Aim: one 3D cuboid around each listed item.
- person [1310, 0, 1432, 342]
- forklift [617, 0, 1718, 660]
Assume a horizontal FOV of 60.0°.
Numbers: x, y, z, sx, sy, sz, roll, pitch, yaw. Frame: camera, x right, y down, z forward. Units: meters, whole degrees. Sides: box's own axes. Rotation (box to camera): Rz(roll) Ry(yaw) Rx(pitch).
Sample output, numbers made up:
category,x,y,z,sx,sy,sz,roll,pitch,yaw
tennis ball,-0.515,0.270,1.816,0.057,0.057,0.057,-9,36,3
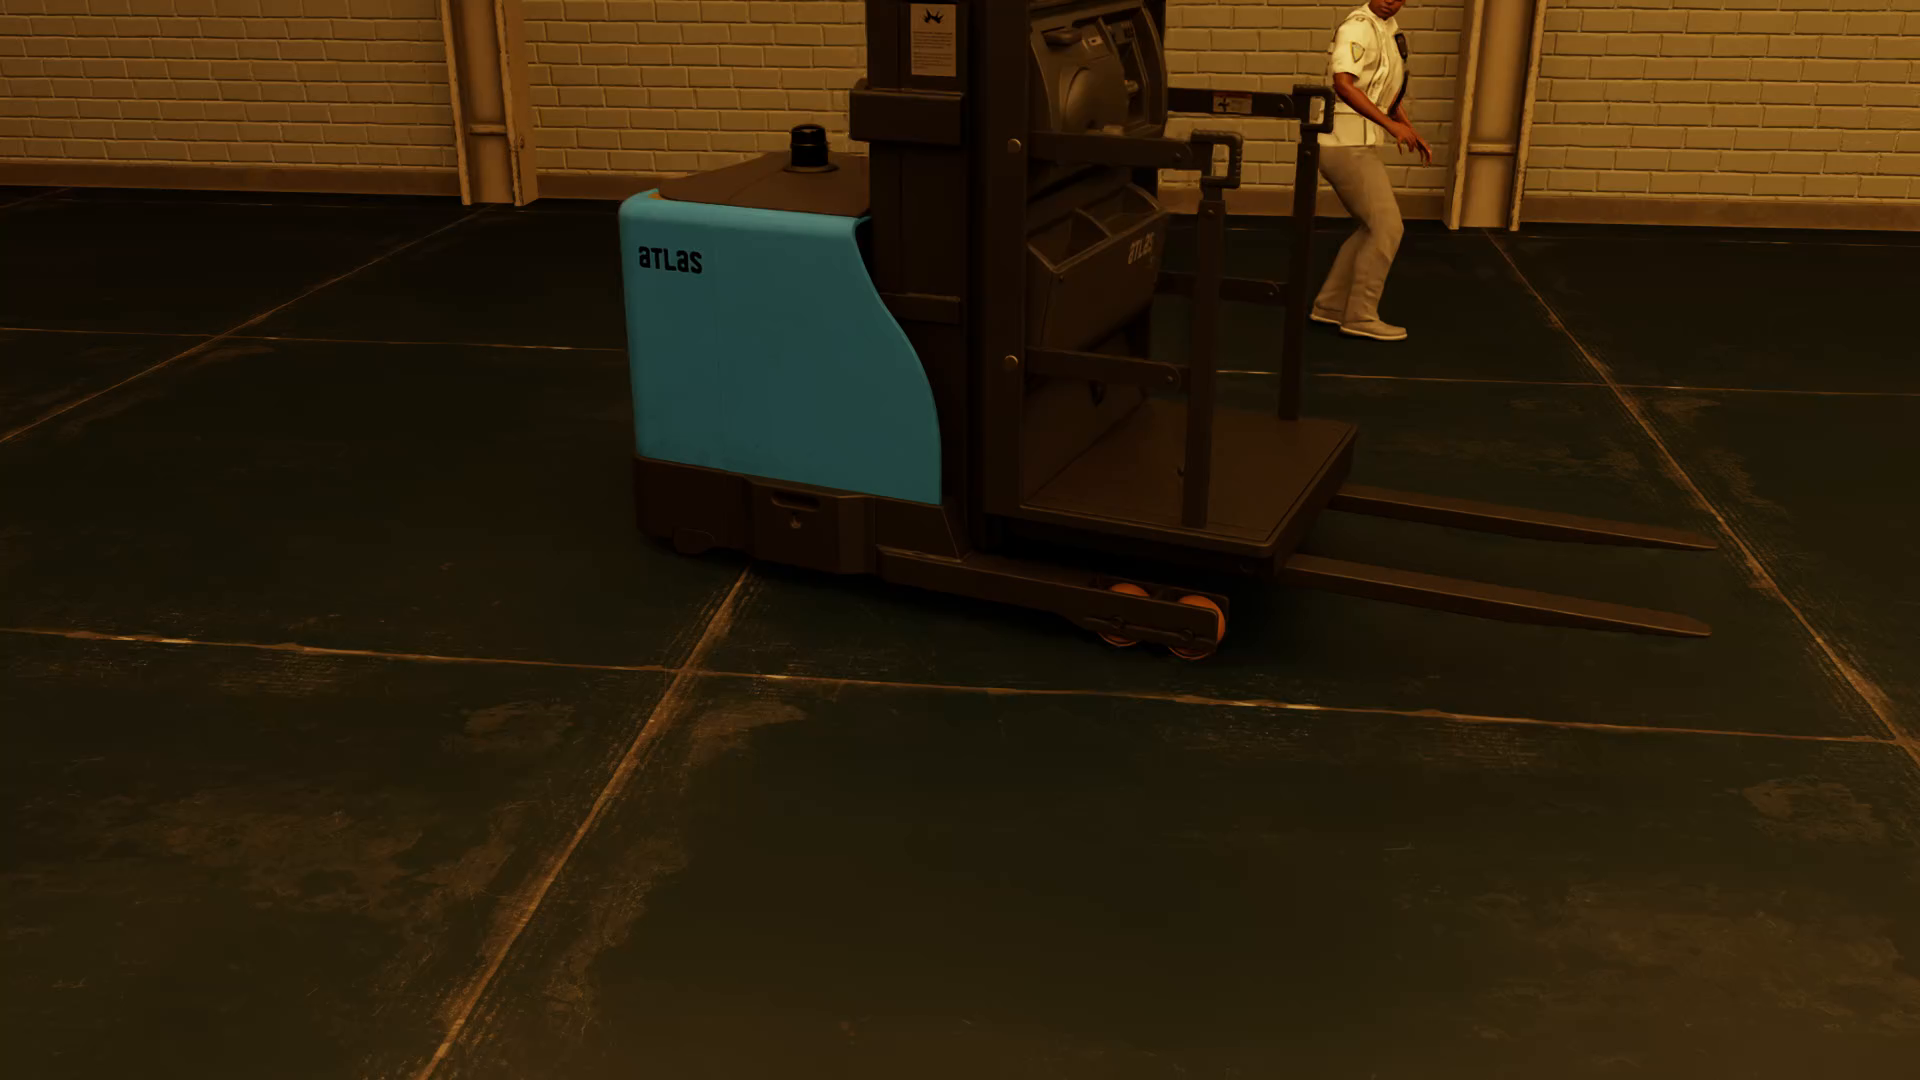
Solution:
category,x,y,z,sx,sy,sz,roll,pitch,yaw
person,1.790,-1.698,7.260,0.494,1.626,0.678,8,23,19
forklift,0.567,-1.269,4.406,3.031,2.935,1.130,10,24,23
